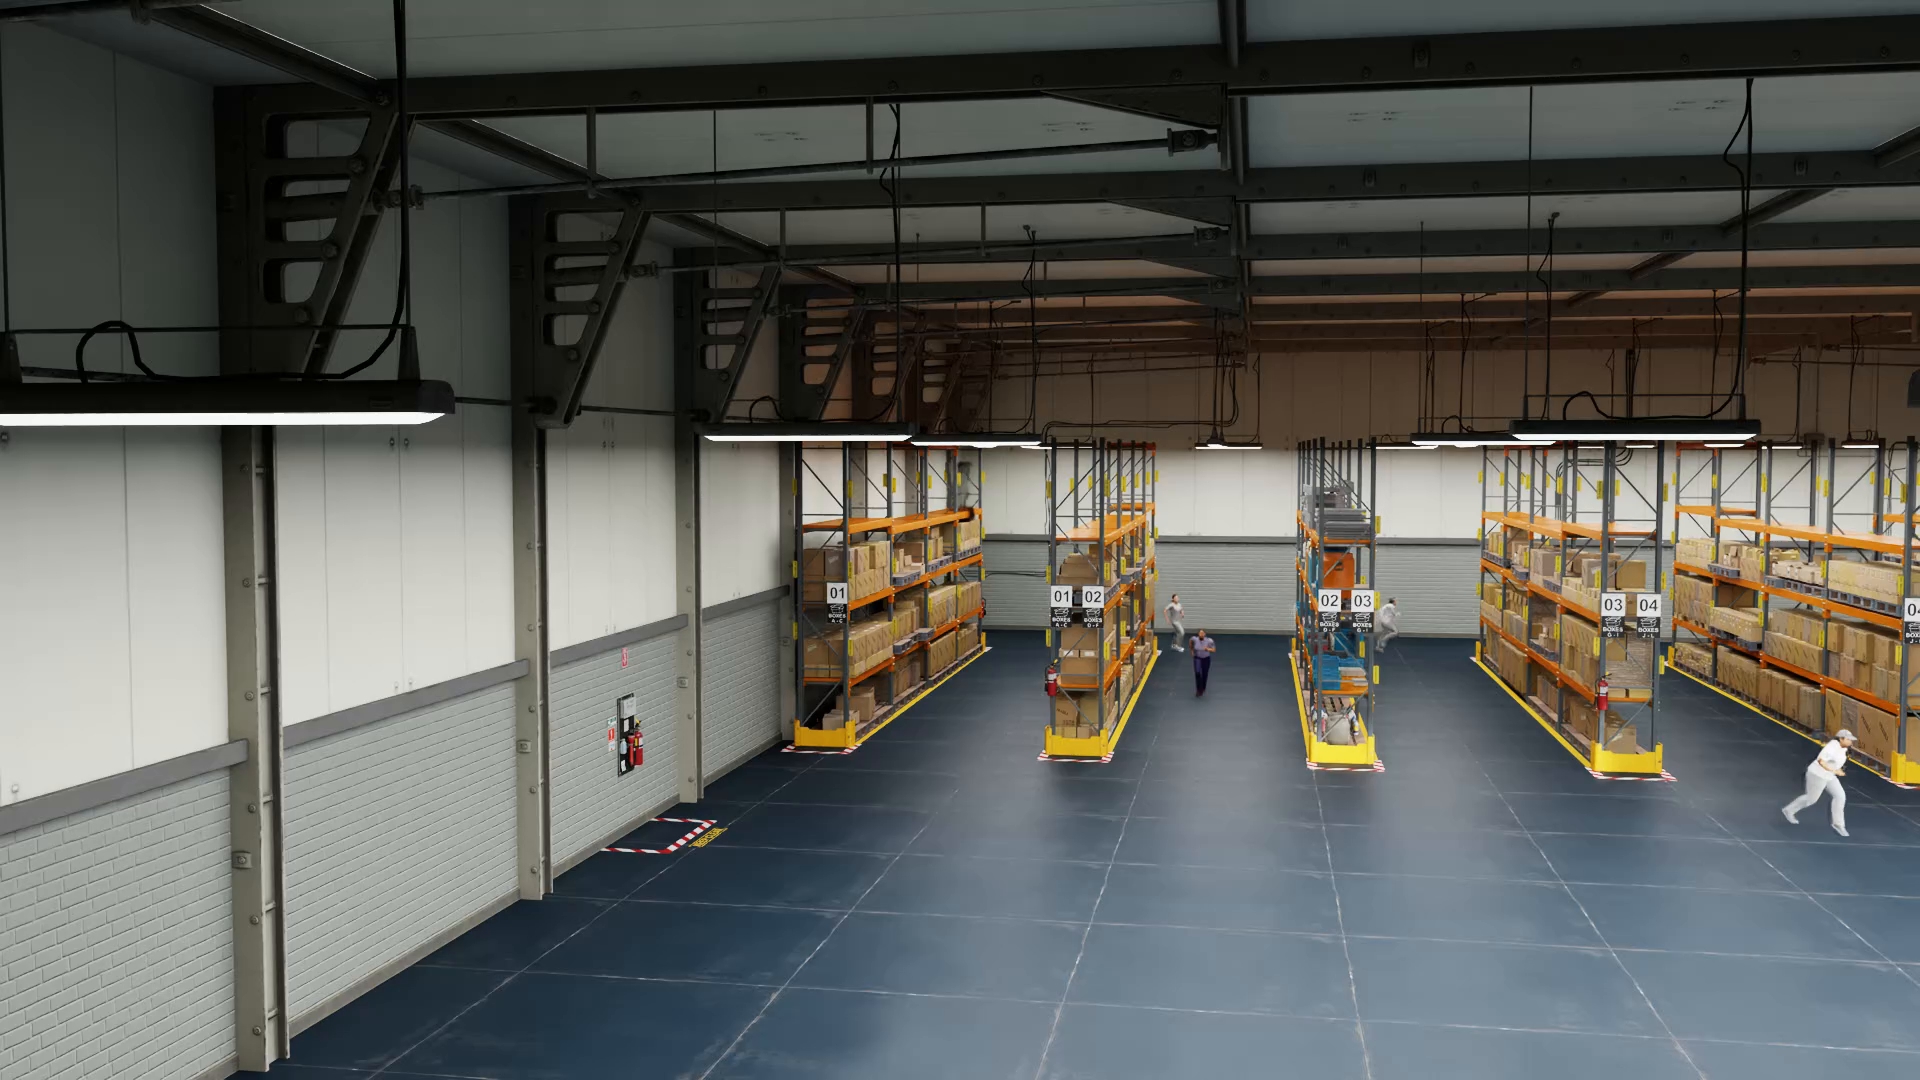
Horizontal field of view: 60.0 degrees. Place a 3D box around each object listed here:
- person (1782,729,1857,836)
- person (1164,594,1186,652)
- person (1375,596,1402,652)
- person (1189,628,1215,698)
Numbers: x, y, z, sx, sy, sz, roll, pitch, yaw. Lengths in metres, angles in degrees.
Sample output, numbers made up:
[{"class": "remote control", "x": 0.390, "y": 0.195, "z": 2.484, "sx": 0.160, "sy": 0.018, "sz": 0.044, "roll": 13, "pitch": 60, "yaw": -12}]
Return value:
[{"class": "person", "x": 12.996, "y": 3.625, "z": 25.137, "sx": 0.646, "sy": 1.628, "sz": 1.034, "roll": -3, "pitch": 4, "yaw": -43}, {"class": "person", "x": 6.174, "y": 2.381, "z": 47.711, "sx": 0.636, "sy": 1.681, "sz": 0.646, "roll": -3, "pitch": 4, "yaw": -42}, {"class": "person", "x": 12.285, "y": 2.392, "z": 47.651, "sx": 0.759, "sy": 1.609, "sz": 0.600, "roll": 0, "pitch": 3, "yaw": 8}, {"class": "person", "x": 5.670, "y": 2.867, "z": 38.933, "sx": 0.598, "sy": 1.644, "sz": 0.895, "roll": 0, "pitch": 3, "yaw": 6}]
